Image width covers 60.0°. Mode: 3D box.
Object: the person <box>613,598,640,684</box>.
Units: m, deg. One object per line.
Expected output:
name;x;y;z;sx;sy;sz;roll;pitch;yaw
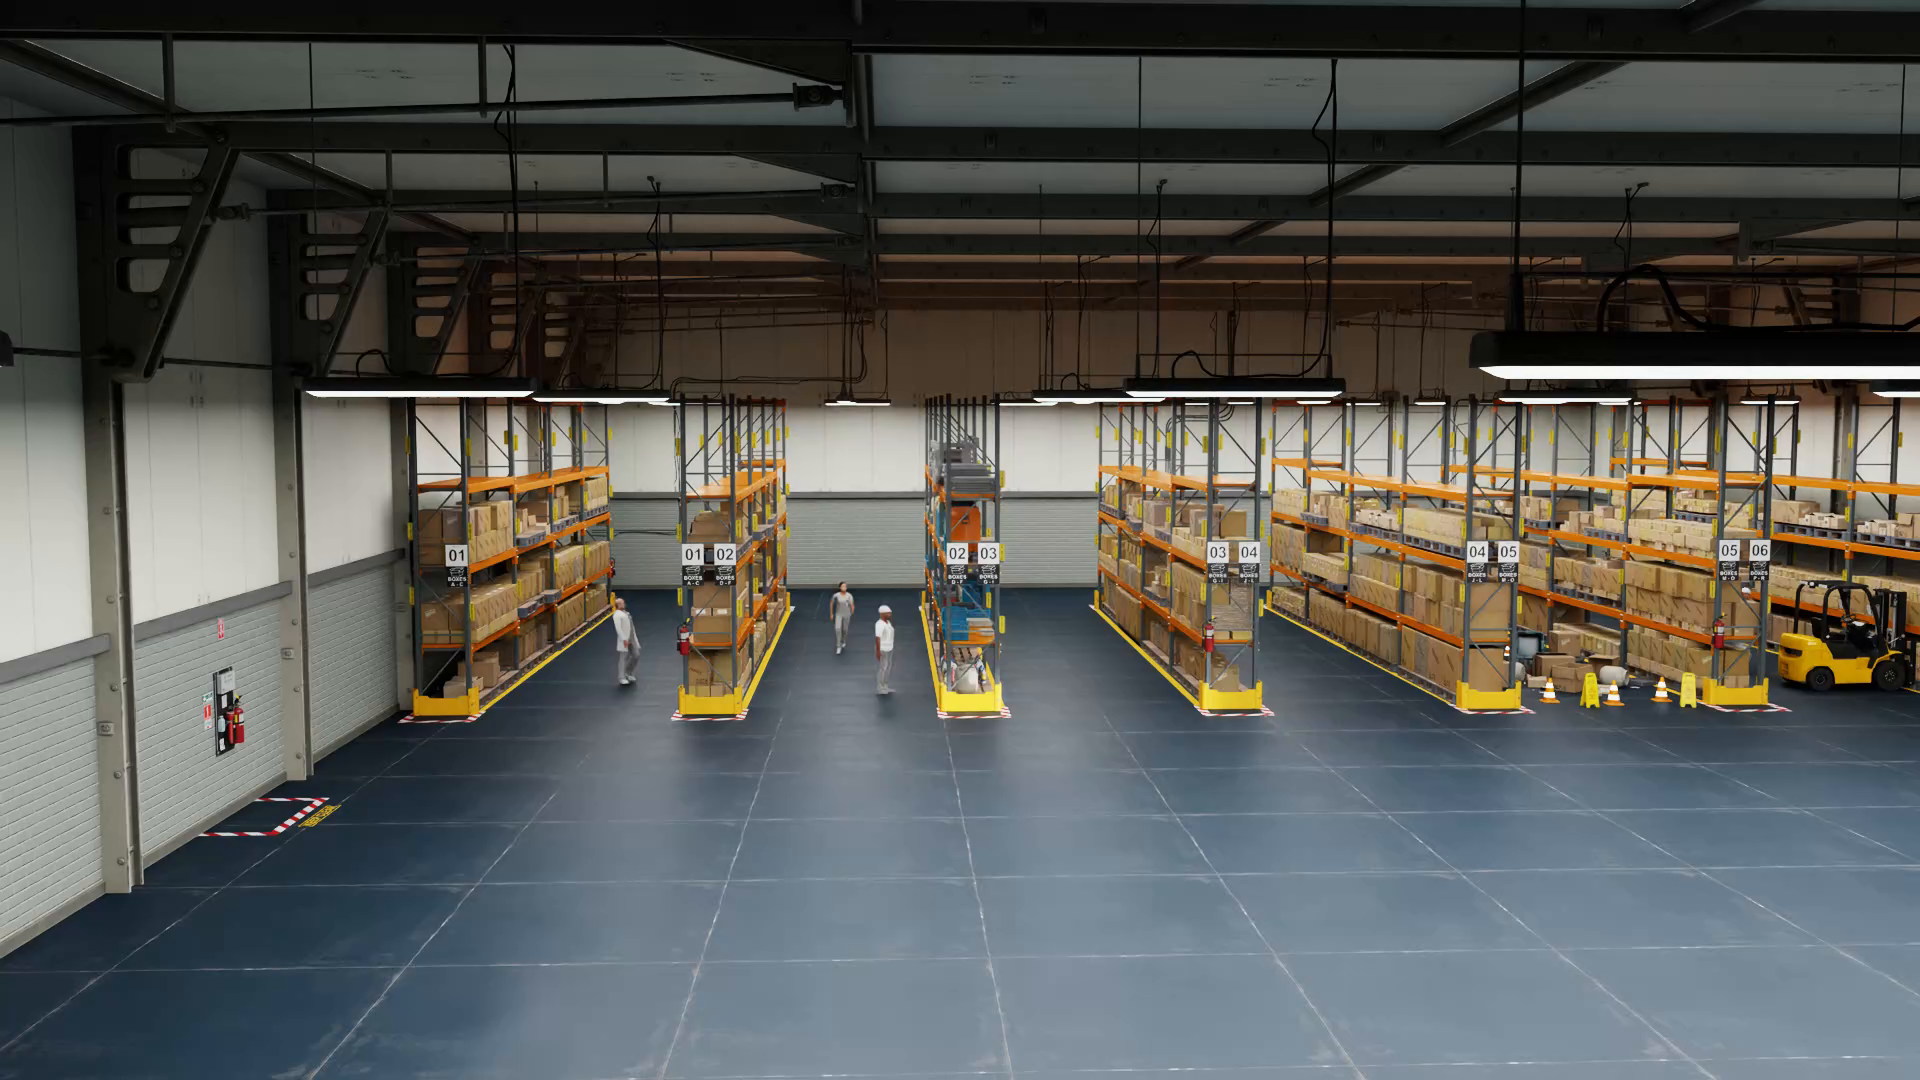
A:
person;-6.950;2.104;34.665;0.606;1.777;0.664;3;6;37

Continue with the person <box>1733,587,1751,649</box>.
person;17.191;1.930;36.629;0.507;1.790;0.596;3;6;35

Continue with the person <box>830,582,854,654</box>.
person;-2.785;1.825;39.353;0.568;1.624;0.973;0;5;-4

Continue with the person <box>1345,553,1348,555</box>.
person;10.983;1.118;47.026;0.418;1.793;0.600;1;5;16

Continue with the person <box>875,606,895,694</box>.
person;-1.501;2.196;33.291;0.345;1.769;0.687;1;5;17
